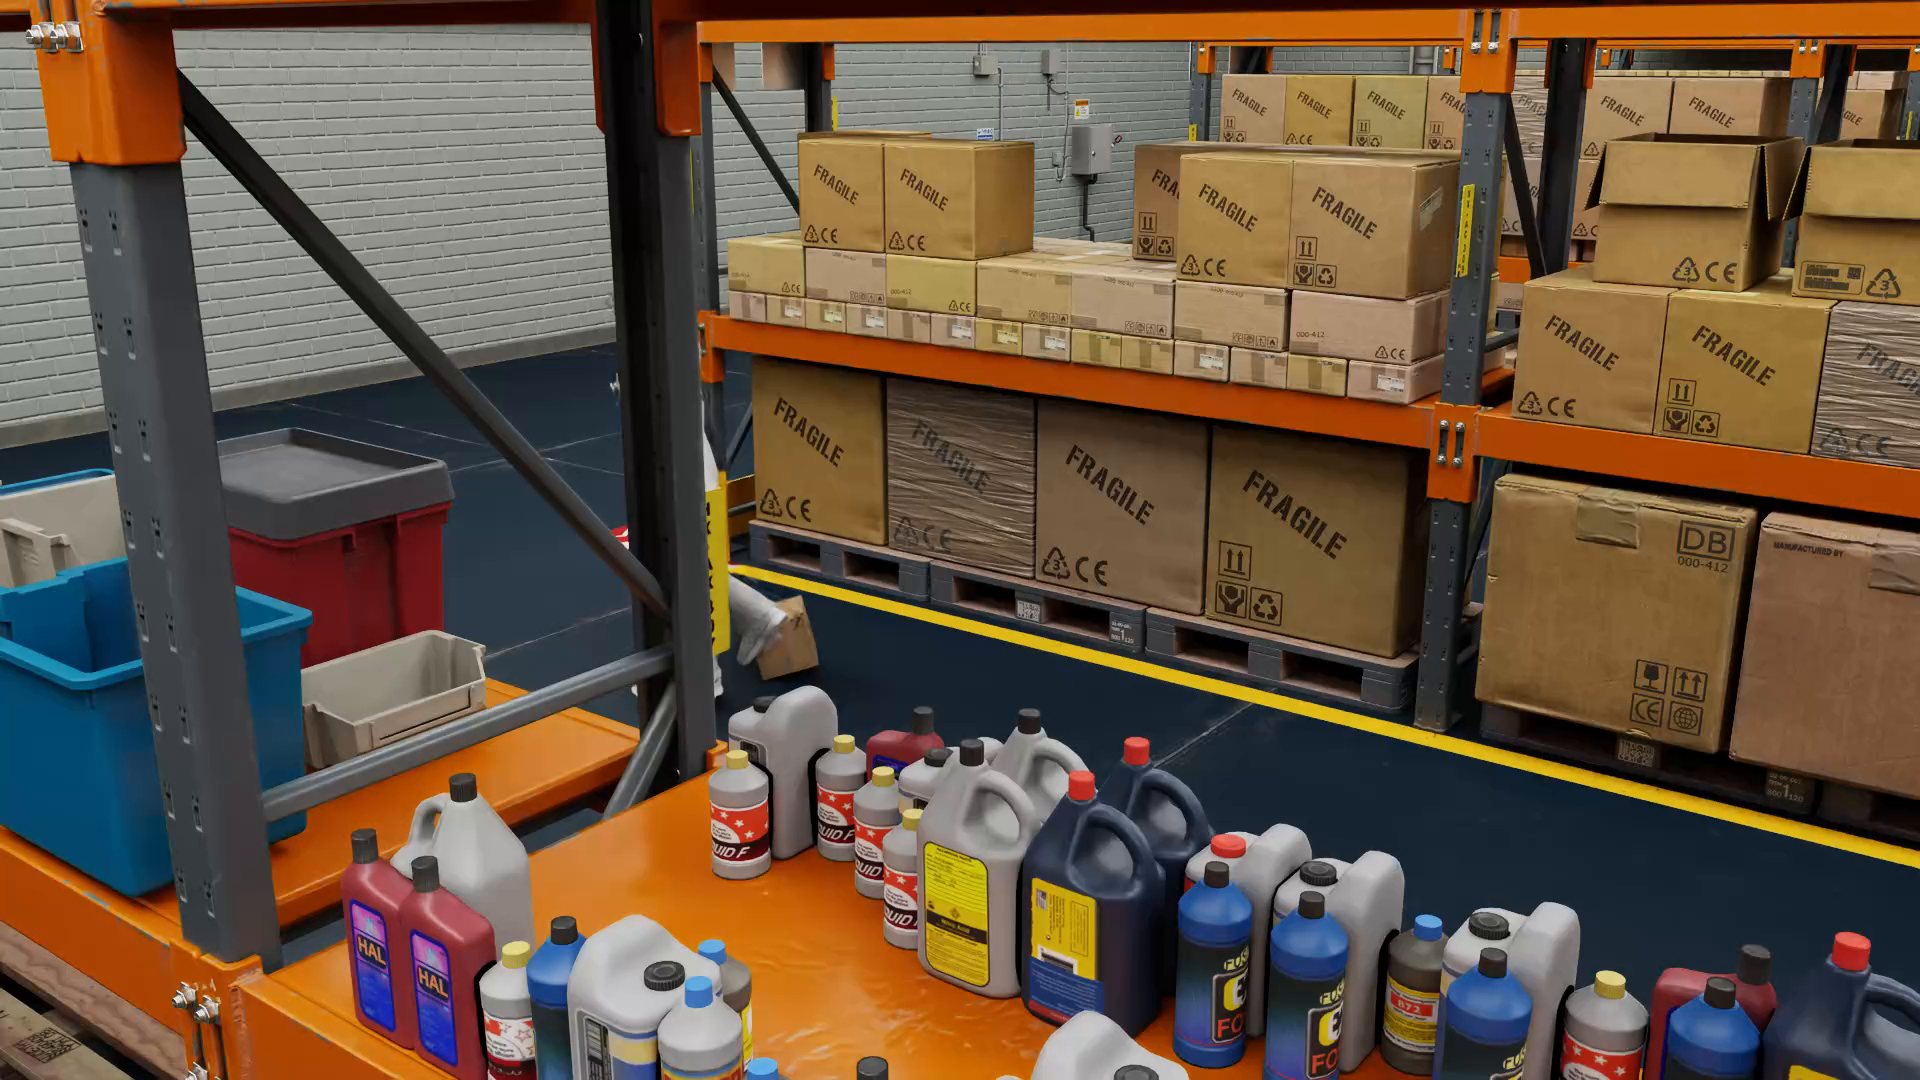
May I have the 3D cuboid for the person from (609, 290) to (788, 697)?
[{"bbox_3d":[-1.054,-0.218,6.733,0.660,1.760,0.639,0,16,0],"label":"person"}]
